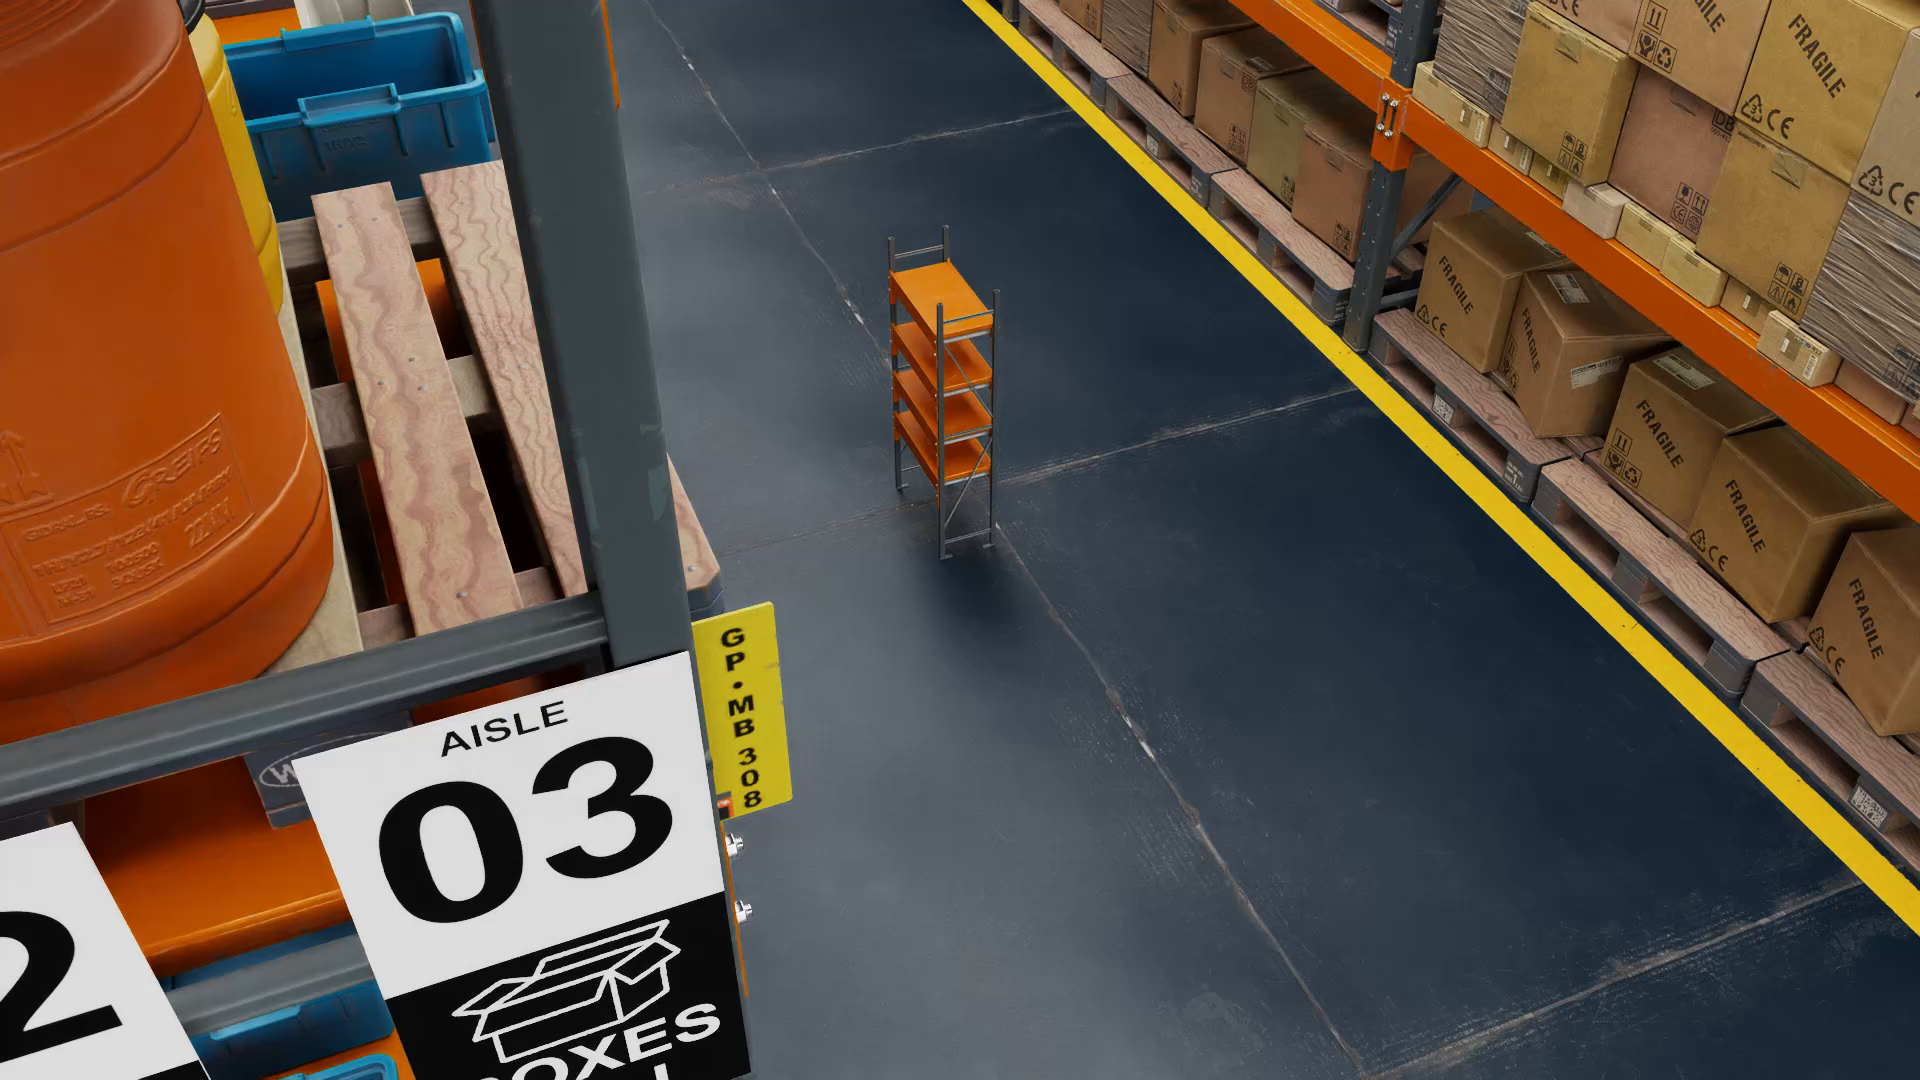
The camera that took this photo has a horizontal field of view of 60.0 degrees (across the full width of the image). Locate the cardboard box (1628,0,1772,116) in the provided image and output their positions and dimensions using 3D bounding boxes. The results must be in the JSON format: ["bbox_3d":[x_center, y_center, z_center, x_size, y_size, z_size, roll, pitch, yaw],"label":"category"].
[{"bbox_3d":[2.606,-1.759,5.424,0.500,0.500,0.500,-15,43,-17],"label":"cardboard box"}]

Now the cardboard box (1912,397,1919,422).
[{"bbox_3d":[3.328,-0.517,4.746,0.875,0.500,0.500,-15,43,-17],"label":"cardboard box"}]

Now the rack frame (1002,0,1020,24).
[{"bbox_3d":[0.755,-4.576,9.771,1.000,3.000,0.127,-15,43,-17],"label":"rack frame"}]

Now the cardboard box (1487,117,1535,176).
[{"bbox_3d":[2.294,-1.569,6.467,0.380,0.149,0.250,-15,43,-17],"label":"cardboard box"}]

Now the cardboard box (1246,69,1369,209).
[{"bbox_3d":[1.905,-2.053,8.416,0.700,0.500,0.500,-15,43,-17],"label":"cardboard box"}]

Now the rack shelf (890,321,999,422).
[{"bbox_3d":[-0.063,-0.673,6.373,0.258,0.148,0.480,-15,43,-17],"label":"rack shelf"}]

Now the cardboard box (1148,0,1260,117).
[{"bbox_3d":[1.477,-2.726,9.199,0.700,0.500,0.500,-12,42,-13],"label":"cardboard box"}]

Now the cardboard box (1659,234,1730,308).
[{"bbox_3d":[2.676,-0.966,5.766,0.380,0.149,0.250,-15,43,-17],"label":"cardboard box"}]

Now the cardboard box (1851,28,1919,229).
[{"bbox_3d":[2.991,-1.158,4.724,0.500,0.500,0.500,-15,43,-17],"label":"cardboard box"}]

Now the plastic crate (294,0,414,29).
[{"bbox_3d":[-1.303,-1.102,3.633,0.243,0.136,0.396,-15,43,-17],"label":"plastic crate"}]

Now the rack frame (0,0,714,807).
[{"bbox_3d":[-0.761,-0.796,0.774,1.000,3.000,0.127,-15,43,-17],"label":"rack frame"}]

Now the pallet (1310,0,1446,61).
[{"bbox_3d":[2.127,-2.590,7.609,1.003,0.211,1.213,-15,43,-17],"label":"pallet"}]

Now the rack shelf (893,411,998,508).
[{"bbox_3d":[-0.063,-0.353,6.648,0.258,0.148,0.480,-15,43,-17],"label":"rack shelf"}]

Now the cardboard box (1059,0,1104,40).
[{"bbox_3d":[1.029,-3.396,9.979,0.700,0.500,0.500,-17,44,-19],"label":"cardboard box"}]

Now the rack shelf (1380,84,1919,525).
[{"bbox_3d":[3.050,-0.689,5.802,1.077,0.370,4.000,-15,43,-17],"label":"rack shelf"}]

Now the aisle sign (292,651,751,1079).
[{"bbox_3d":[-0.462,0.464,1.917,0.394,0.787,0.004,-15,43,-17],"label":"aisle sign"}]

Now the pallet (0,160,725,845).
[{"bbox_3d":[-0.987,-0.110,2.421,1.003,0.211,1.213,-15,43,-17],"label":"pallet"}]

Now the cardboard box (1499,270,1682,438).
[{"bbox_3d":[2.627,-0.784,6.956,0.500,0.500,0.500,-3,41,-3],"label":"cardboard box"}]

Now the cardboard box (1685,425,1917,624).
[{"bbox_3d":[3.110,-0.082,6.140,0.500,0.500,0.500,-11,42,-13],"label":"cardboard box"}]

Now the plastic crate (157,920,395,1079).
[{"bbox_3d":[-1.472,0.916,3.498,0.499,0.251,0.408,-15,43,-17],"label":"plastic crate"}]

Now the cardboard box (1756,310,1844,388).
[{"bbox_3d":[2.845,-0.659,5.408,0.380,0.149,0.250,-15,43,-17],"label":"cardboard box"}]

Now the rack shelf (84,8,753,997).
[{"bbox_3d":[-1.526,-0.590,3.387,1.077,0.370,4.000,-15,43,-17],"label":"rack shelf"}]

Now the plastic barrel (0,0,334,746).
[{"bbox_3d":[-1.064,-0.241,1.778,0.600,0.830,0.708,-15,43,-17],"label":"plastic barrel"}]

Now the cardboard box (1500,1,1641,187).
[{"bbox_3d":[2.559,-1.720,6.145,0.875,0.500,0.500,-15,43,-17],"label":"cardboard box"}]

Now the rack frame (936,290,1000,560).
[{"bbox_3d":[0.030,-0.408,6.304,0.240,1.200,0.015,-15,43,-17],"label":"rack frame"}]

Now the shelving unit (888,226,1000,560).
[{"bbox_3d":[-0.063,-0.555,6.475,0.258,1.200,0.503,-15,43,-17],"label":"shelving unit"}]

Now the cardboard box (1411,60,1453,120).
[{"bbox_3d":[2.089,-1.866,6.813,0.380,0.149,0.250,-15,43,-17],"label":"cardboard box"}]

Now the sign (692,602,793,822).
[{"bbox_3d":[-0.251,0.204,1.905,0.100,0.325,0.005,-15,43,-17],"label":"sign"}]

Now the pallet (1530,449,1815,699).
[{"bbox_3d":[3.045,0.023,6.562,1.003,0.211,1.213,-15,43,-17],"label":"pallet"}]

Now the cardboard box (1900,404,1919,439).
[{"bbox_3d":[3.139,-0.386,5.090,0.380,0.149,0.250,-15,43,-17],"label":"cardboard box"}]

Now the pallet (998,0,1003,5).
[{"bbox_3d":[0.523,-4.012,11.254,1.003,0.211,1.213,-15,43,-17],"label":"pallet"}]

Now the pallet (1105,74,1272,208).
[{"bbox_3d":[1.515,-2.314,9.279,1.003,0.211,1.213,-15,43,-17],"label":"pallet"}]

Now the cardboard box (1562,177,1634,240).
[{"bbox_3d":[2.456,-1.260,6.107,0.380,0.149,0.250,-15,43,-17],"label":"cardboard box"}]

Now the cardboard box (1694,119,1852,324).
[{"bbox_3d":[2.996,-1.133,5.462,0.875,0.500,0.500,-15,43,-17],"label":"cardboard box"}]
